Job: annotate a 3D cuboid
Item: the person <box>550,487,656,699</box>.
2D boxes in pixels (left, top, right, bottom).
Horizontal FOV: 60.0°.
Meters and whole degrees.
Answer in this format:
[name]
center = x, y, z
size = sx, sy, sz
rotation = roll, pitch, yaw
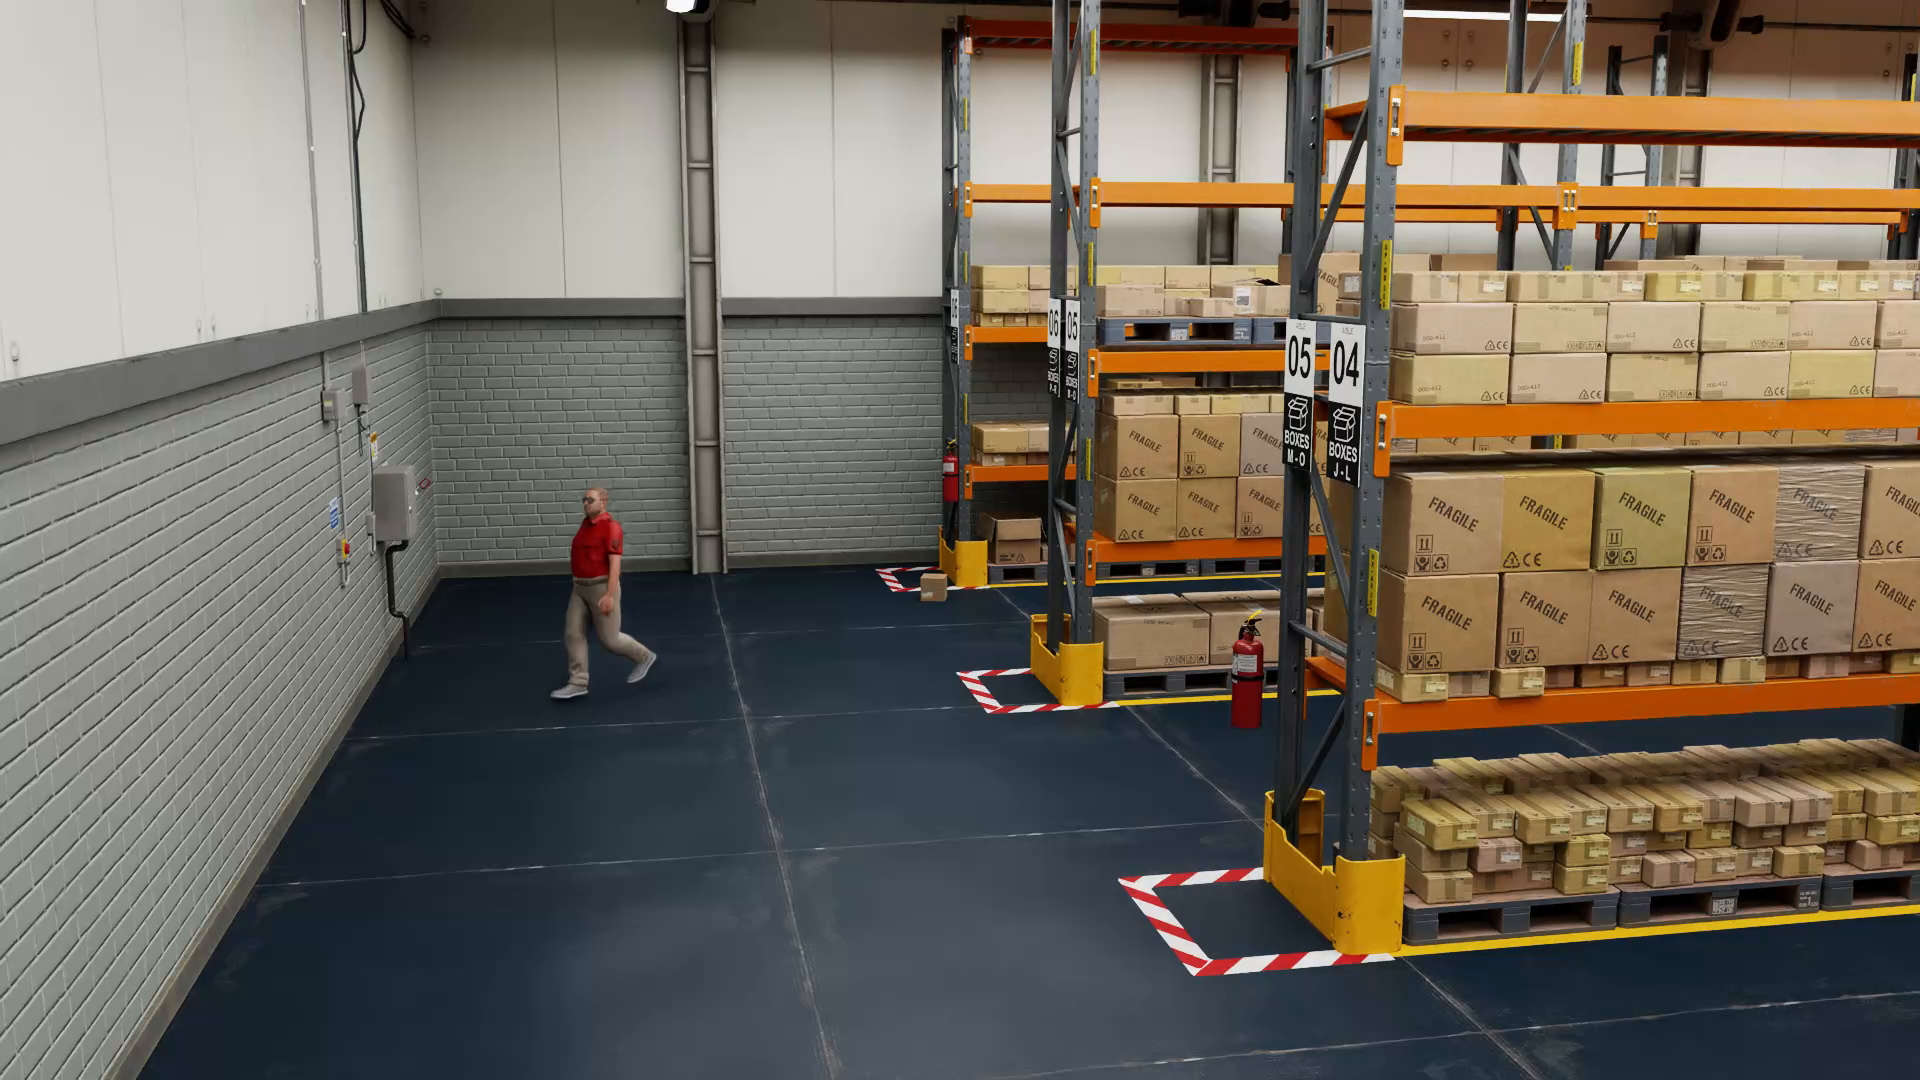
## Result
[person]
center = -2.902, 0.408, 13.470
size = 0.550, 1.688, 0.908
rotation = 8, 13, 41
